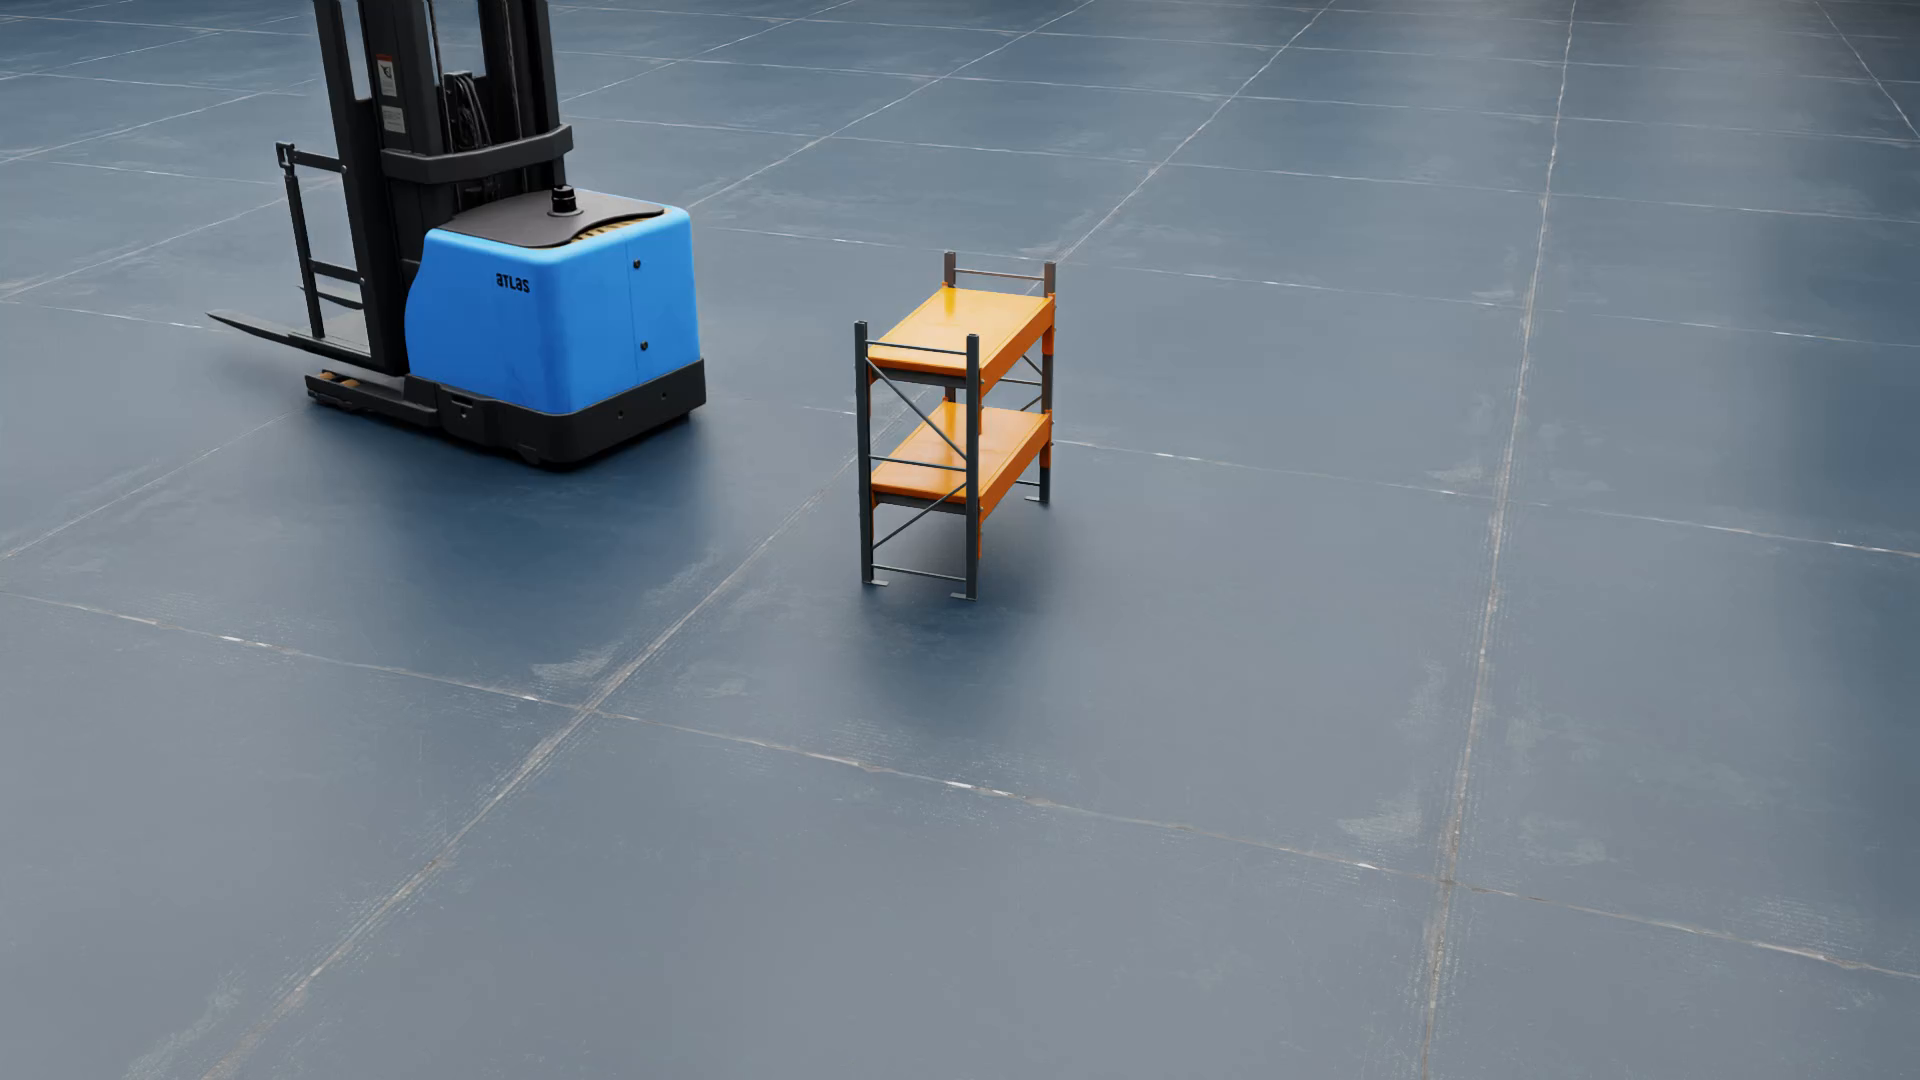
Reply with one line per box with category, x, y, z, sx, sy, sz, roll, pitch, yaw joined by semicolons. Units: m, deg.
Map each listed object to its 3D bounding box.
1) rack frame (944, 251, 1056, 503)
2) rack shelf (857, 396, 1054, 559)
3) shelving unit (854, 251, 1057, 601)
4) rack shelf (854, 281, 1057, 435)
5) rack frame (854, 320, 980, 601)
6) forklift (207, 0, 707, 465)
rack frame;0.171;-0.718;7.442;0.500;1.125;0.032;9;27;17
rack shelf;0.002;-0.289;7.117;0.538;0.278;1.000;9;27;17
shelving unit;0.002;-0.509;7.011;0.538;1.125;1.048;9;27;17
rack shelf;0.002;-0.772;6.883;0.538;0.278;1.000;9;27;17
rack frame;-0.167;-0.300;6.579;0.500;1.125;0.032;9;27;17
forklift;-2.813;-2.156;8.339;3.031;2.935;1.130;16;30;30
